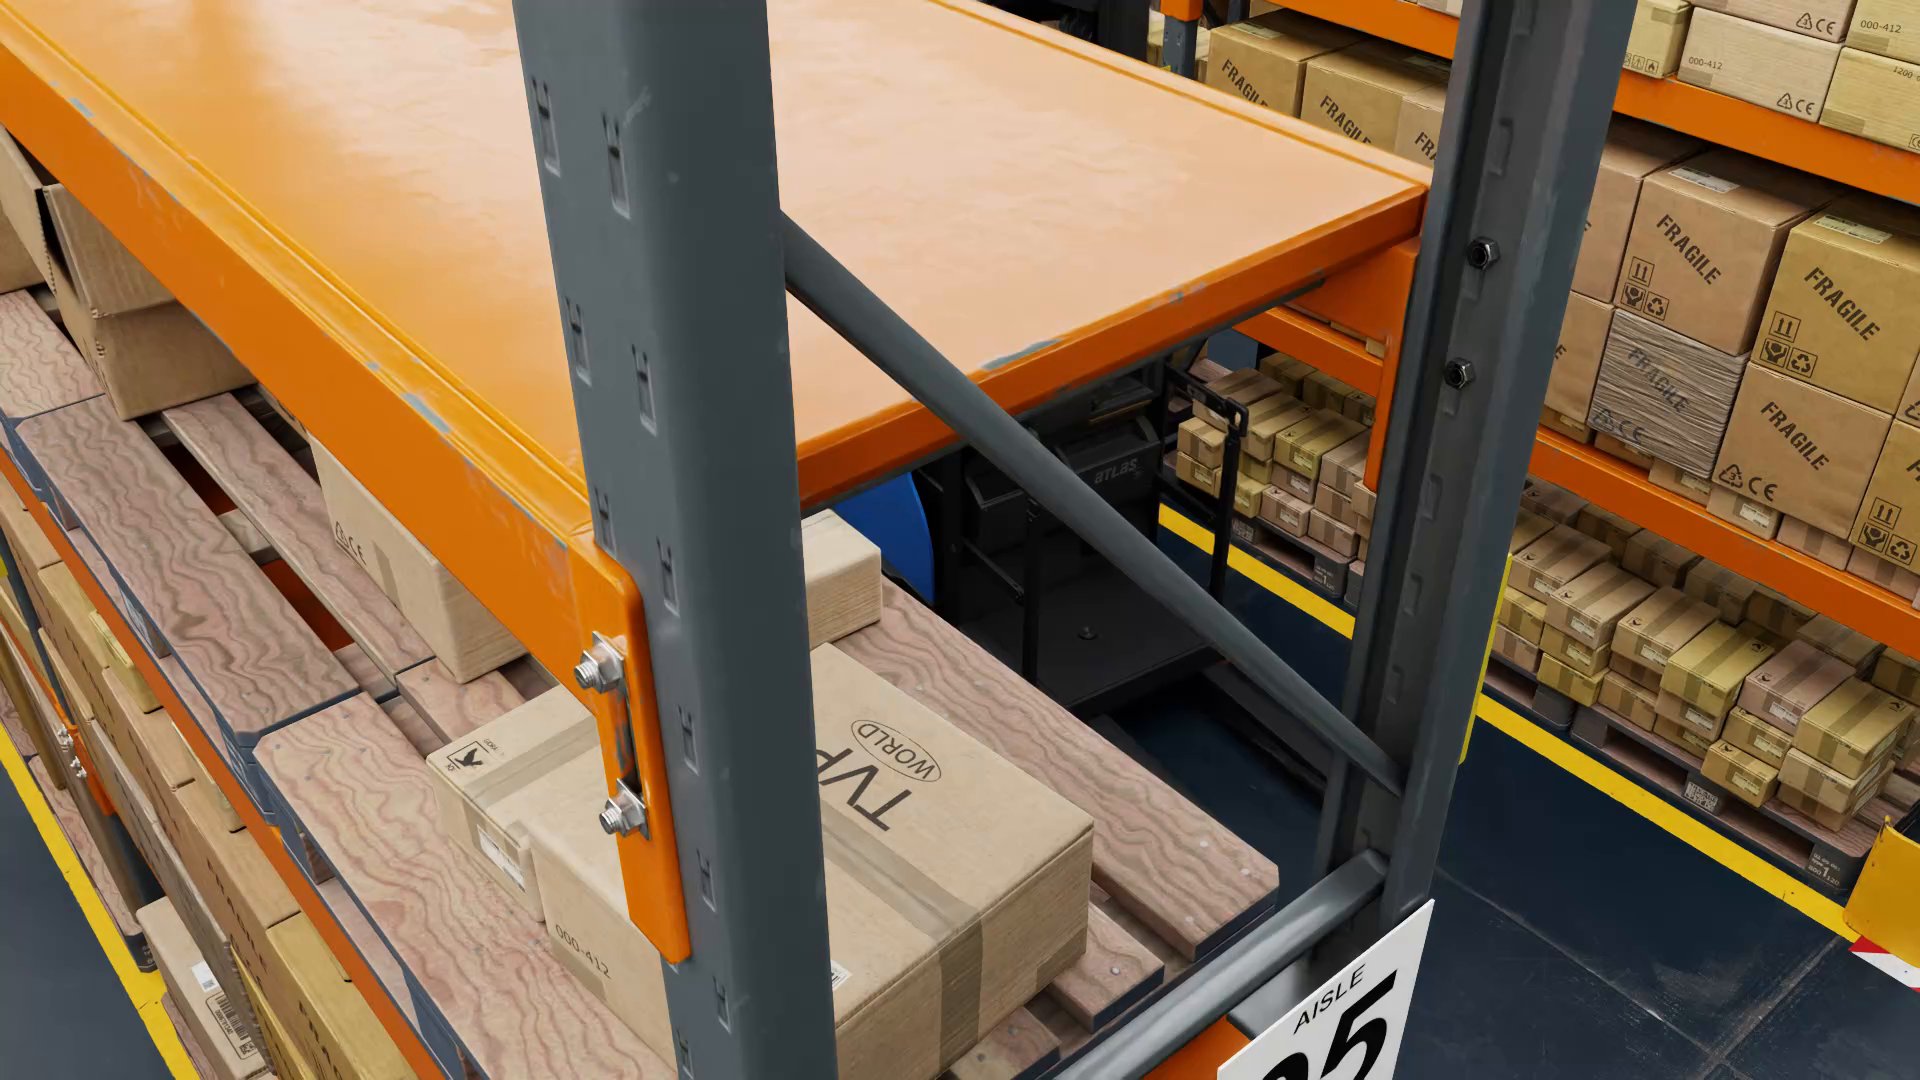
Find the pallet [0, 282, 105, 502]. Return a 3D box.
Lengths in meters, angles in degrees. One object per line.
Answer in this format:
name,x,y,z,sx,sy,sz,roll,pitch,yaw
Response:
pallet,-1.886,-0.605,3.991,1.003,0.211,1.213,-26,43,-32

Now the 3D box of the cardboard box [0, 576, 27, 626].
cardboard box,-2.876,-0.029,5.393,0.500,0.250,0.500,-26,43,-32

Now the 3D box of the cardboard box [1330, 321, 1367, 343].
cardboard box,1.850,-1.017,7.308,0.380,0.149,0.250,-28,44,-34

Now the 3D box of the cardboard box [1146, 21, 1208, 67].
cardboard box,1.060,-2.566,8.617,0.380,0.149,0.250,-26,43,-31

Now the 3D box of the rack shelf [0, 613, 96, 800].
rack shelf,-3.696,-0.372,6.803,1.077,0.370,4.000,-26,43,-32

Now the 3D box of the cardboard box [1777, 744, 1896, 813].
cardboard box,3.333,0.837,6.319,0.380,0.149,0.250,-27,44,-33

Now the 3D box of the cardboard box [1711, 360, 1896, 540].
cardboard box,3.077,-0.401,5.878,0.500,0.500,0.500,-27,43,-32

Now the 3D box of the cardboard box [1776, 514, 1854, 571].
cardboard box,3.160,-0.072,5.974,0.380,0.149,0.250,-26,43,-32

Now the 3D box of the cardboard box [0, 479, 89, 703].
cardboard box,-2.283,0.069,4.606,0.500,0.500,0.500,-26,43,-31

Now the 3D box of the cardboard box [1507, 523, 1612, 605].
cardboard box,2.554,0.110,7.088,0.380,0.149,0.250,-28,44,-33

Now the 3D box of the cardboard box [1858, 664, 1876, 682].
cardboard box,3.616,0.494,6.803,0.380,0.149,0.250,-26,43,-32

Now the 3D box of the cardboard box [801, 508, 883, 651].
cardboard box,-0.351,0.083,2.709,0.380,0.149,0.250,-24,42,-30

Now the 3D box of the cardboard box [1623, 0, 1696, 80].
cardboard box,2.393,-1.846,5.796,0.500,0.250,0.500,-24,42,-30

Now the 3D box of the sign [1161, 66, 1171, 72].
sign,0.889,-1.937,7.388,0.100,0.325,0.005,-26,43,-32

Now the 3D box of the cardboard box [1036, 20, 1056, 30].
cardboard box,0.572,-2.901,9.090,0.380,0.149,0.250,-24,42,-30

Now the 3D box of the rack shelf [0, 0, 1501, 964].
rack shelf,-1.115,-0.891,2.691,1.077,0.370,4.000,-26,43,-32

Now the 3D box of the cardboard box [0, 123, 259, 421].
cardboard box,-1.511,-0.678,3.477,0.797,0.503,0.637,-23,41,-28

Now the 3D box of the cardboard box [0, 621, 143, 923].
cardboard box,-2.867,0.669,6.185,0.875,0.875,0.875,-25,42,-30

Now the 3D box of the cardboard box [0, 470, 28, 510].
cardboard box,-2.400,-0.260,4.509,0.380,0.149,0.250,-27,43,-32

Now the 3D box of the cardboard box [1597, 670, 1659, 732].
cardboard box,2.876,0.601,6.909,0.380,0.149,0.250,-26,43,-31

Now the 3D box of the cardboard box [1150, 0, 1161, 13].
cardboard box,1.768,-4.933,14.402,0.700,0.500,0.500,-30,45,-35

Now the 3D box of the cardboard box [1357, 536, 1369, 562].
cardboard box,2.074,0.006,7.749,0.380,0.149,0.250,-28,44,-34

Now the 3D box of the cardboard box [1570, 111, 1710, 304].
cardboard box,2.393,-1.269,6.238,0.500,0.500,0.500,-28,44,-33

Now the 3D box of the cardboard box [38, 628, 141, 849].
cardboard box,-2.303,0.481,4.888,0.500,0.500,0.500,-25,42,-30

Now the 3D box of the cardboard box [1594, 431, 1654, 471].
cardboard box,2.702,-0.445,6.500,0.380,0.149,0.250,-28,44,-34

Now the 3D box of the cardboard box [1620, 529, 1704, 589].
cardboard box,3.084,0.043,7.182,0.380,0.149,0.250,-24,42,-30

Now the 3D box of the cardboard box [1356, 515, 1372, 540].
cardboard box,2.048,-0.101,7.643,0.380,0.149,0.250,-24,42,-30

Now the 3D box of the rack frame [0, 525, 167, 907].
rack frame,-2.406,0.217,5.348,1.000,3.000,0.127,-26,43,-32

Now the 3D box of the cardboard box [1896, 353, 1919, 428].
cardboard box,3.407,-0.587,5.274,0.500,0.500,0.500,-27,43,-33

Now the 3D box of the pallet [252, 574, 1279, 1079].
pallet,-0.311,0.472,2.470,1.003,0.211,1.213,-26,43,-32

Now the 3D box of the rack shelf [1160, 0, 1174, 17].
rack shelf,0.020,-3.487,8.605,1.077,0.370,4.000,-26,43,-32

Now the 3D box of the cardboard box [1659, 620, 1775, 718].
cardboard box,2.974,0.503,6.533,0.380,0.149,0.250,-27,43,-33

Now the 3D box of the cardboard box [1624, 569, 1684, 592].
cardboard box,3.064,0.184,7.241,0.380,0.149,0.250,-28,44,-34

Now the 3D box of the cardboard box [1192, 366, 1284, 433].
cardboard box,1.375,-0.695,8.224,0.380,0.149,0.250,-24,42,-30

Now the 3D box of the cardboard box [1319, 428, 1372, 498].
cardboard box,1.894,-0.351,7.739,0.380,0.149,0.250,-27,43,-33

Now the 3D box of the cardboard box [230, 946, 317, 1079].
cardboard box,-1.333,1.155,3.938,0.500,0.500,0.500,-25,42,-30

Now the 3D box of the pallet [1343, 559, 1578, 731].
pallet,2.562,0.287,7.663,1.003,0.211,1.213,-26,43,-32

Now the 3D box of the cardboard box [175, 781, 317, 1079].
cardboard box,-1.317,0.748,3.646,0.500,0.500,0.500,-26,43,-32

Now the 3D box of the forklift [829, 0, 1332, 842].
forklift,0.552,-0.604,6.567,1.130,2.935,3.031,-21,40,-26

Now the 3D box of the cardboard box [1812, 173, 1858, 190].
cardboard box,3.156,-1.233,6.187,0.500,0.500,0.500,-27,43,-33

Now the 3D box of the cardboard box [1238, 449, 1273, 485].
cardboard box,1.532,-0.445,8.129,0.380,0.149,0.250,-26,43,-31

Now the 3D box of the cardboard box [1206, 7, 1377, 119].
cardboard box,1.416,-1.954,7.204,0.500,0.500,0.500,-25,42,-31

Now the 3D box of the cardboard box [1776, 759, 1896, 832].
cardboard box,3.393,0.930,6.445,0.380,0.149,0.250,-25,42,-31

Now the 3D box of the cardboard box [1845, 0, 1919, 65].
cardboard box,3.069,-1.608,5.027,0.500,0.250,0.500,-27,44,-33

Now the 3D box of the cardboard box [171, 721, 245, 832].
cardboard box,-1.432,0.419,3.550,0.380,0.149,0.250,-26,43,-32

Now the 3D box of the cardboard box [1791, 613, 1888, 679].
cardboard box,3.543,0.407,6.669,0.380,0.149,0.250,-25,42,-31

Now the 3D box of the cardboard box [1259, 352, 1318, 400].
cardboard box,1.739,-0.864,8.464,0.380,0.149,0.250,-25,42,-31

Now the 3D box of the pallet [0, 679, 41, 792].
pallet,-3.753,0.504,7.356,1.003,0.211,1.213,-26,43,-32

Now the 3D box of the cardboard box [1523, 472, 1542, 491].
cardboard box,2.637,-0.316,7.689,0.380,0.149,0.250,-28,44,-33

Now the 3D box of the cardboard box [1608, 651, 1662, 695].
cardboard box,2.902,0.451,6.864,0.380,0.149,0.250,-27,43,-32

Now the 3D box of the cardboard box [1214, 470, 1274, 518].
cardboard box,1.472,-0.283,8.158,0.380,0.149,0.250,-25,42,-31
